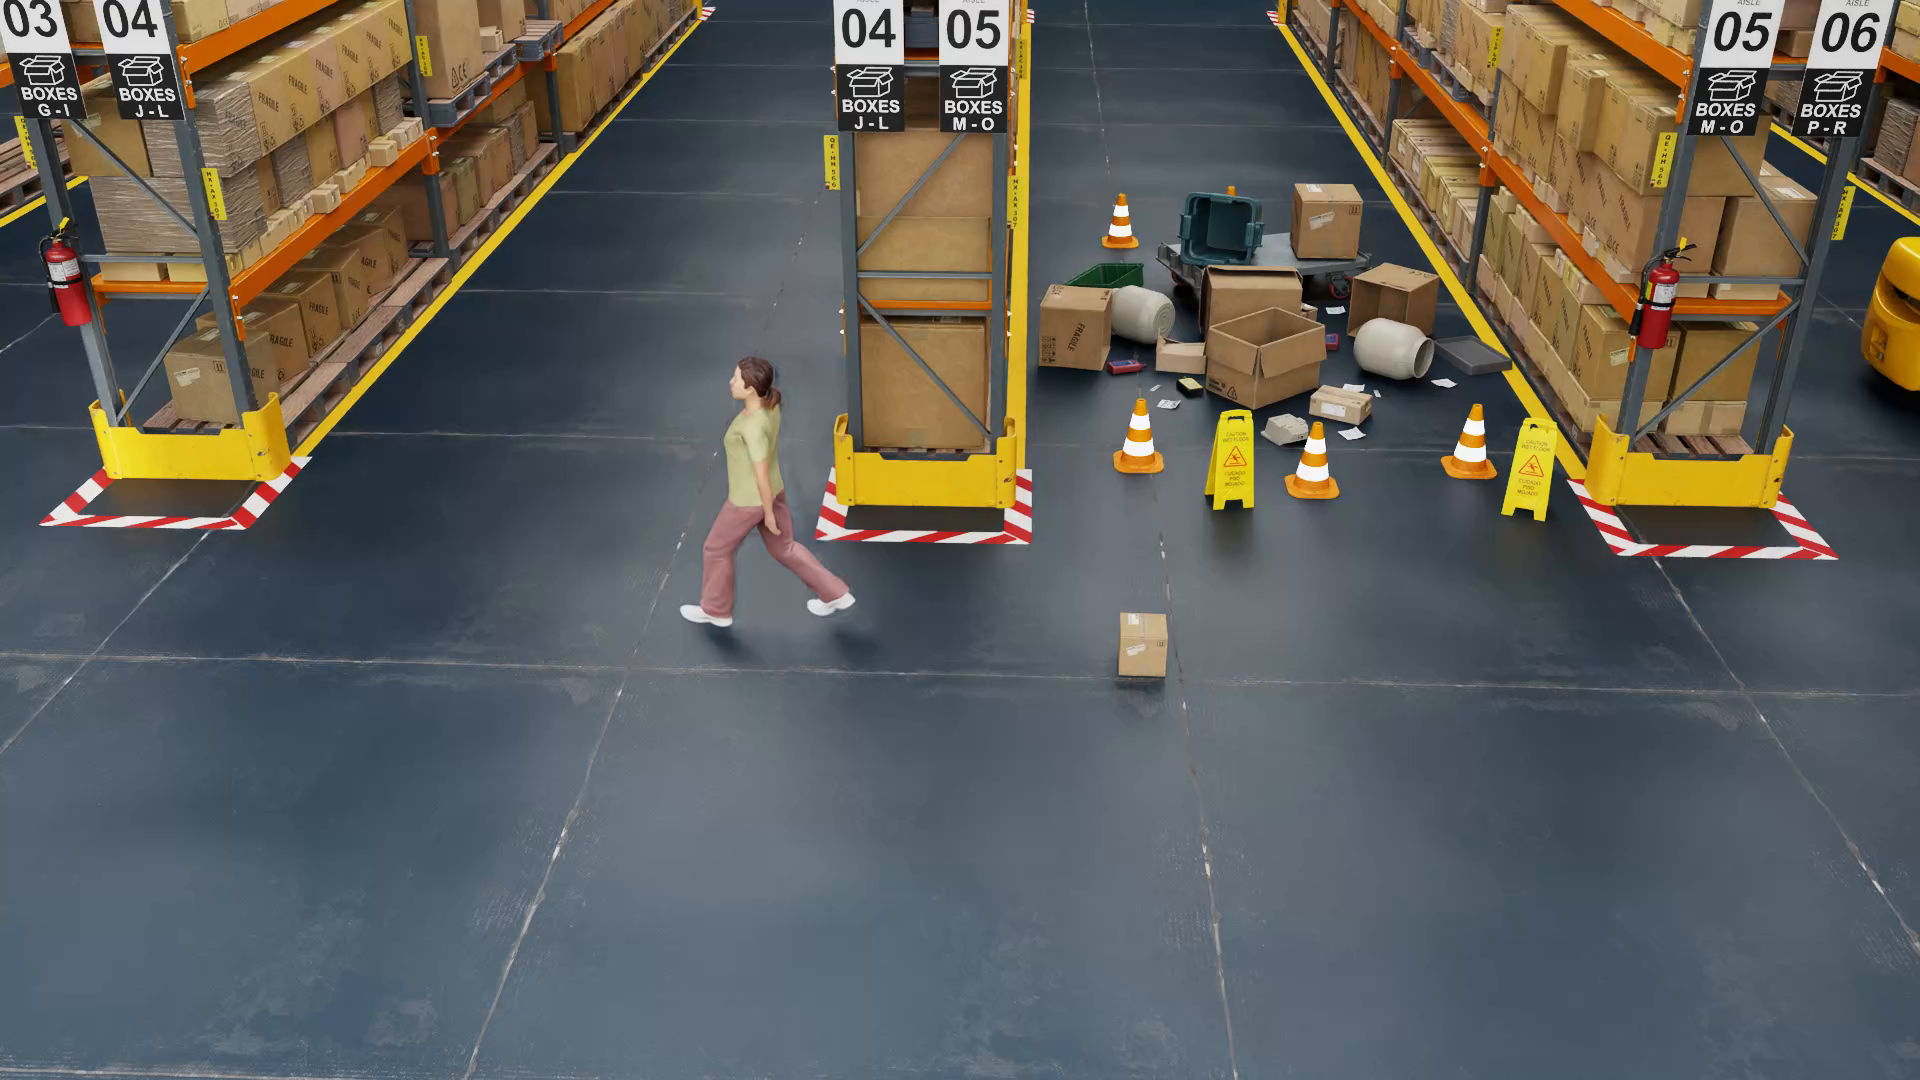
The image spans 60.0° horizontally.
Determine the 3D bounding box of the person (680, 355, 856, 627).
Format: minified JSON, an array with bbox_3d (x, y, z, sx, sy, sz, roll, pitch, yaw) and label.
[{"bbox_3d":[-1.088,-0.240,9.077,1.002,1.616,0.442,7,29,12],"label":"person"}]
